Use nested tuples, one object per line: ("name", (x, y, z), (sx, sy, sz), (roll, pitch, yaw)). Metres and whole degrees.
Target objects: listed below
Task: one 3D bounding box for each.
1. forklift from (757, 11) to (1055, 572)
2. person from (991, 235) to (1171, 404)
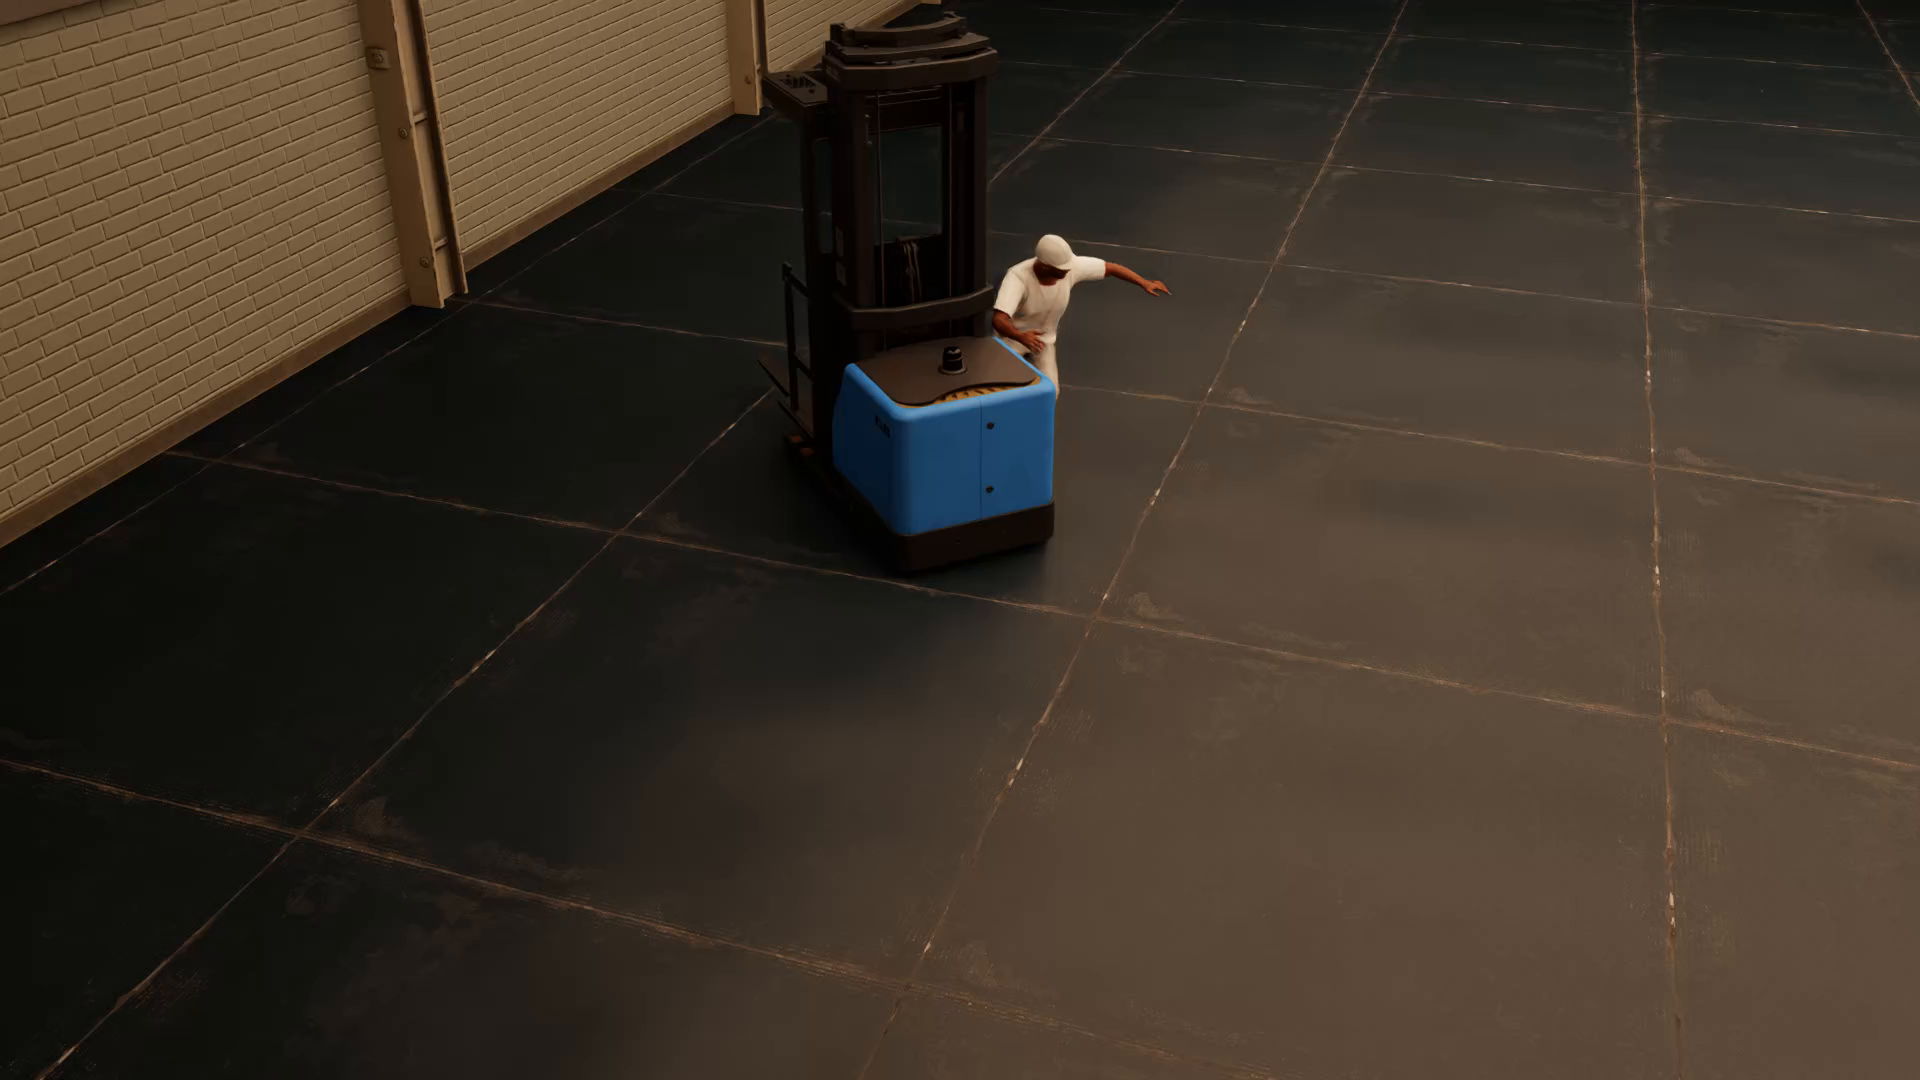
("forklift", (-0.518, -1.798, 10.291), (1.130, 2.935, 3.031), (-13, 32, -22))
("person", (0.524, -1.280, 10.842), (1.583, 1.483, 0.797), (-14, 33, -23))
